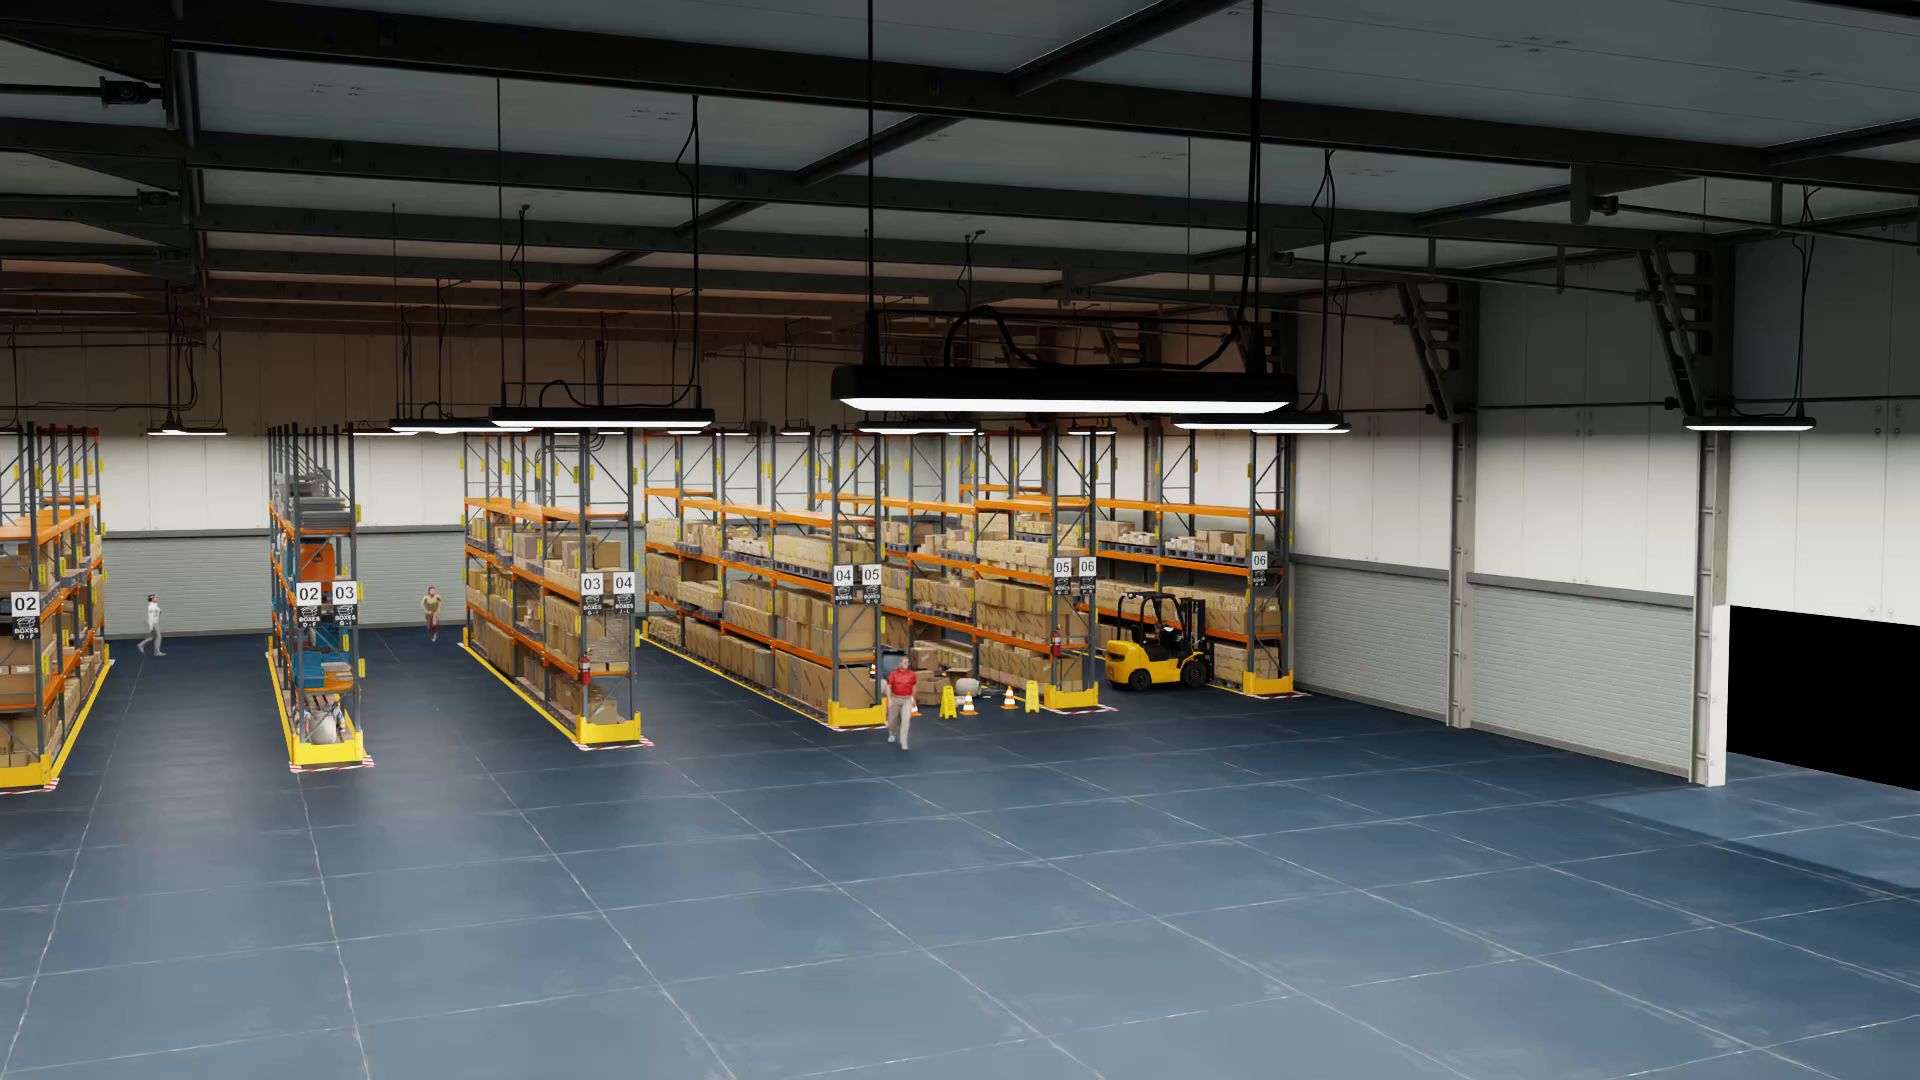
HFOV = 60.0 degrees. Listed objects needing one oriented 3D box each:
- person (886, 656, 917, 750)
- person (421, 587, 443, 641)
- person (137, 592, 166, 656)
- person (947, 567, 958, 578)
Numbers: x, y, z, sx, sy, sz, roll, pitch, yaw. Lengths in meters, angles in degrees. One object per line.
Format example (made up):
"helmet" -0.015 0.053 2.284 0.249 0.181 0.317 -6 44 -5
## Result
"person" -1.079 2.994 30.820 0.618 1.684 0.960 -1 4 -16
"person" -14.860 2.079 46.806 0.556 1.579 0.691 -1 4 -11
"person" -21.217 2.211 43.602 0.675 1.669 0.469 -2 4 -28
"person" -0.183 1.608 52.961 0.985 1.760 0.513 -2 4 -28
